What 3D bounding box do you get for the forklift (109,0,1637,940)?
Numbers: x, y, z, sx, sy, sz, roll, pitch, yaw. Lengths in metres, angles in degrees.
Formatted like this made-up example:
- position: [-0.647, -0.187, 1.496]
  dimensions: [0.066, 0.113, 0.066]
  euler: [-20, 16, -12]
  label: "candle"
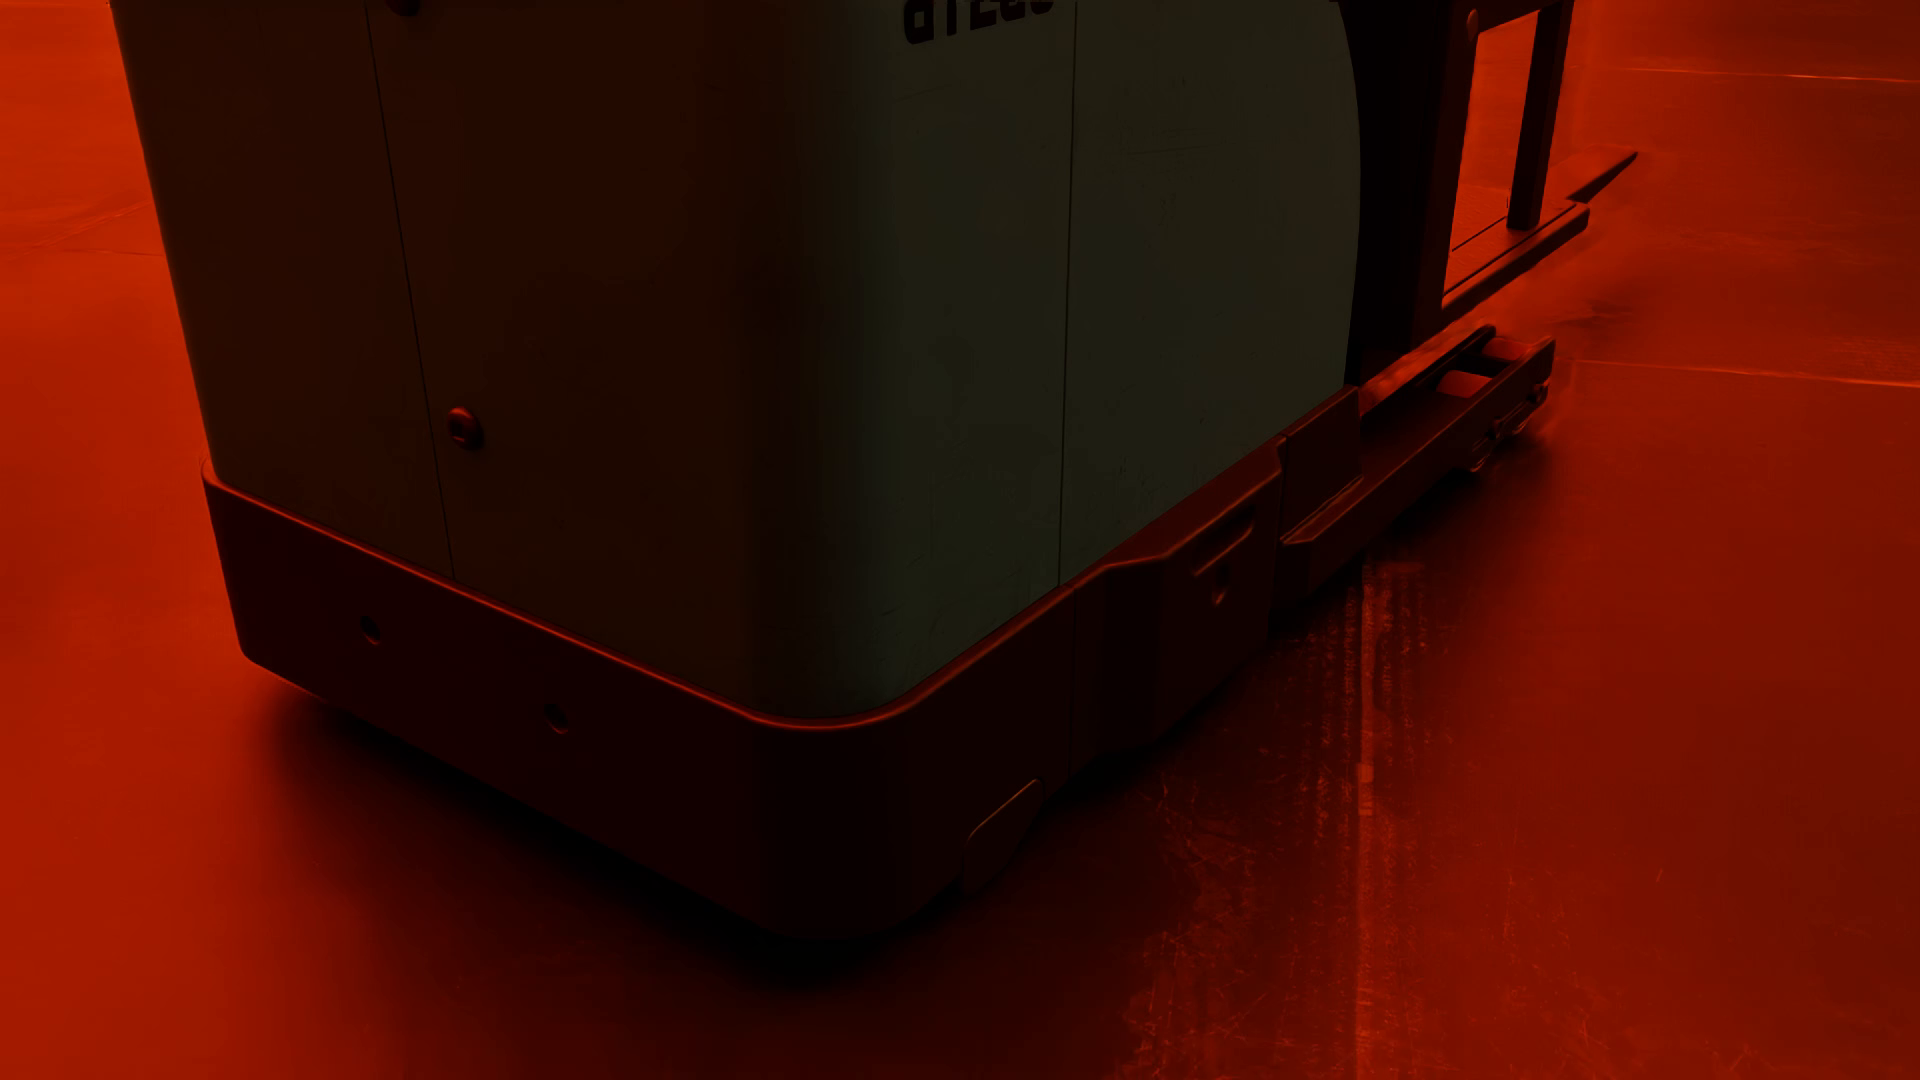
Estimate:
- position: [0.363, -1.533, 2.285]
  dimensions: [1.130, 2.935, 3.031]
  euler: [18, 32, 32]
  label: "forklift"
